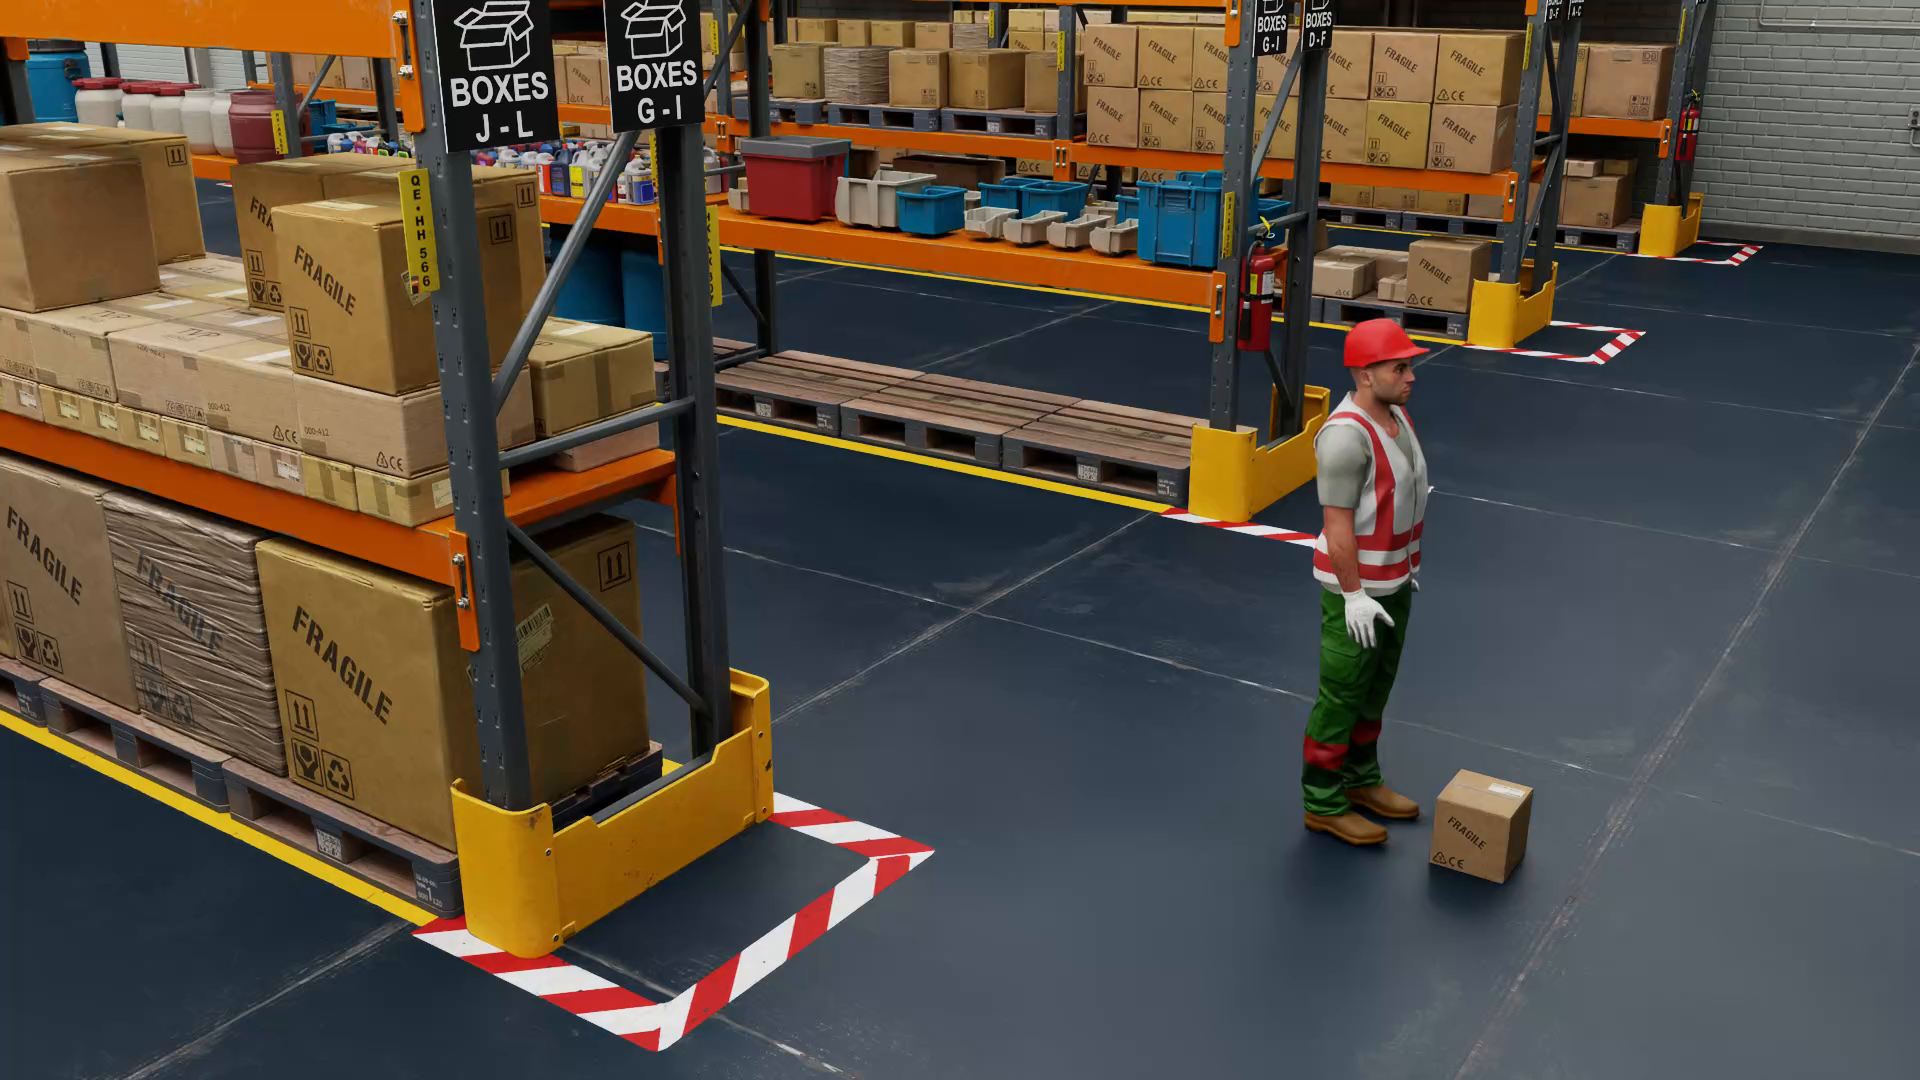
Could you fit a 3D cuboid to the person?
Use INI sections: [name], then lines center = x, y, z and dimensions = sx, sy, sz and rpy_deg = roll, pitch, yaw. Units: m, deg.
[person]
center = 1.393, 0.146, 5.604
dimensions = 0.383, 1.798, 0.534
rpy_deg = 13, 24, 33
